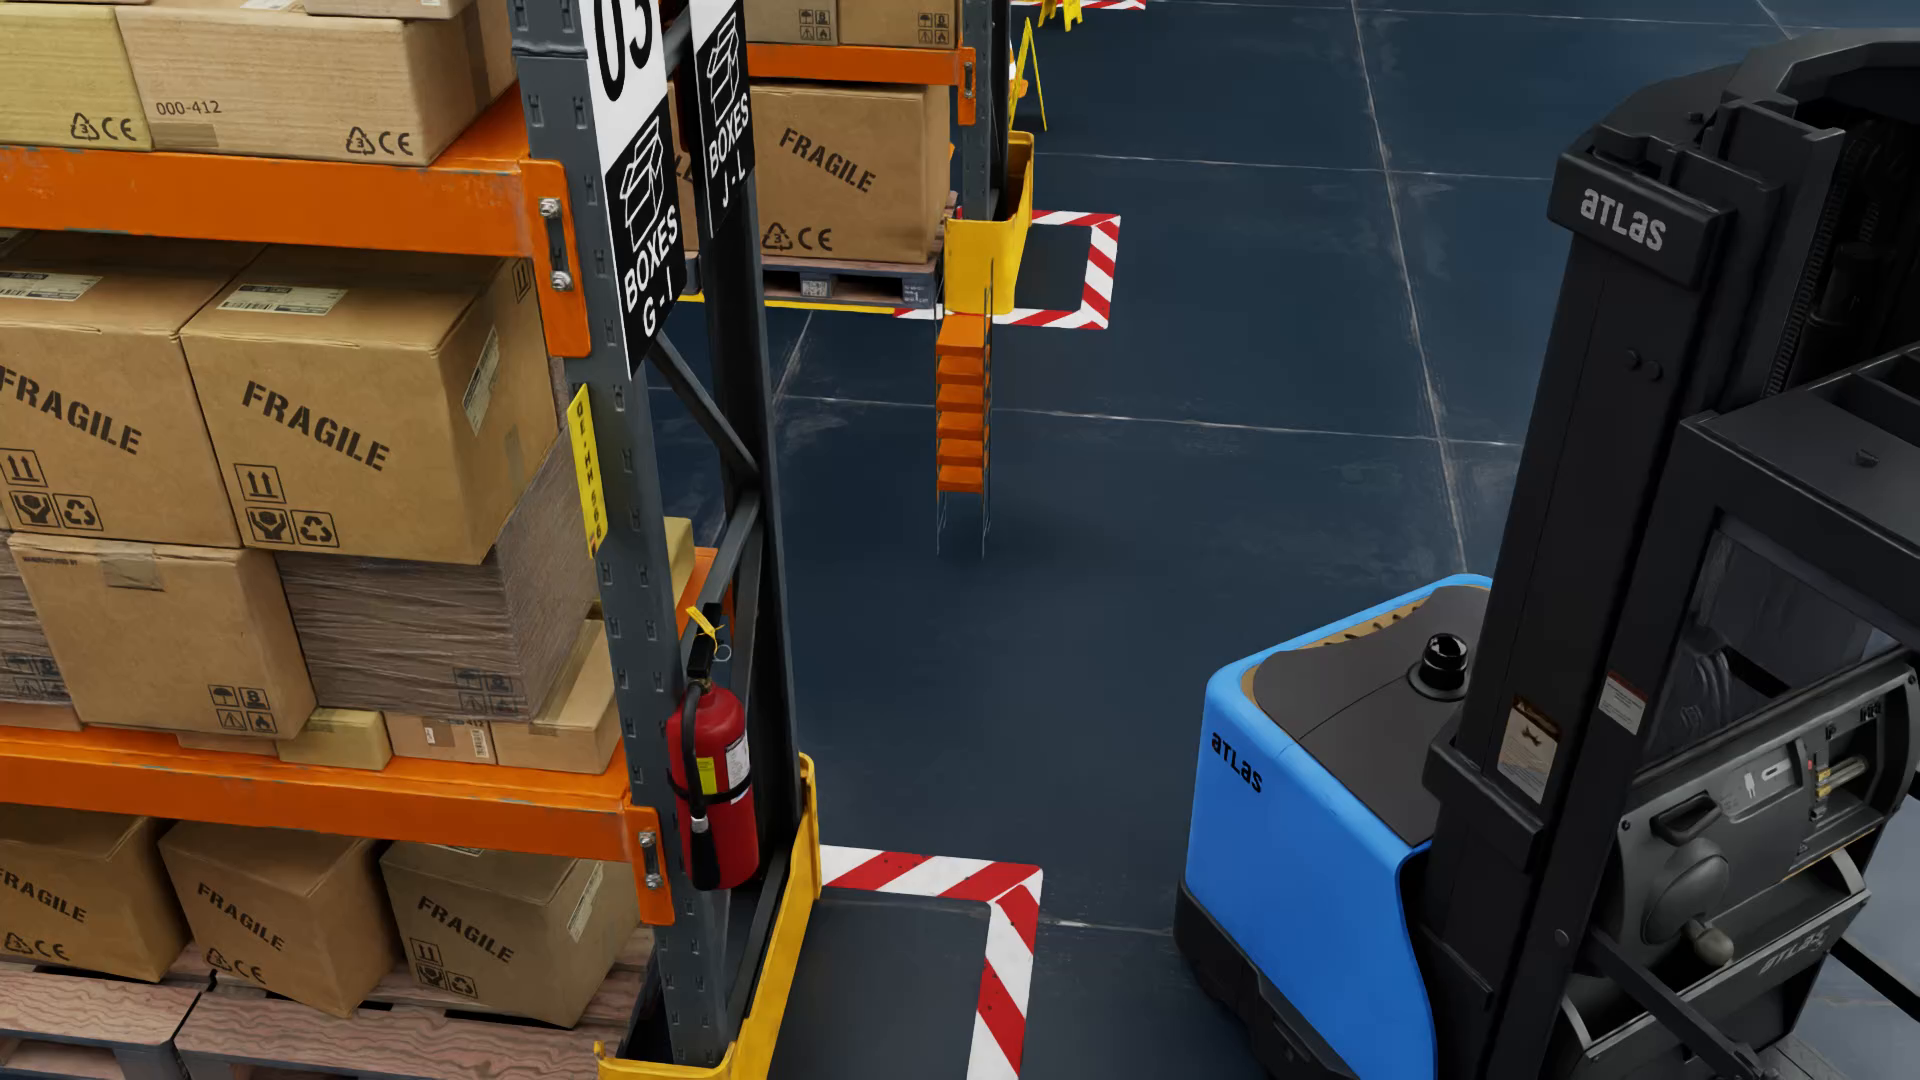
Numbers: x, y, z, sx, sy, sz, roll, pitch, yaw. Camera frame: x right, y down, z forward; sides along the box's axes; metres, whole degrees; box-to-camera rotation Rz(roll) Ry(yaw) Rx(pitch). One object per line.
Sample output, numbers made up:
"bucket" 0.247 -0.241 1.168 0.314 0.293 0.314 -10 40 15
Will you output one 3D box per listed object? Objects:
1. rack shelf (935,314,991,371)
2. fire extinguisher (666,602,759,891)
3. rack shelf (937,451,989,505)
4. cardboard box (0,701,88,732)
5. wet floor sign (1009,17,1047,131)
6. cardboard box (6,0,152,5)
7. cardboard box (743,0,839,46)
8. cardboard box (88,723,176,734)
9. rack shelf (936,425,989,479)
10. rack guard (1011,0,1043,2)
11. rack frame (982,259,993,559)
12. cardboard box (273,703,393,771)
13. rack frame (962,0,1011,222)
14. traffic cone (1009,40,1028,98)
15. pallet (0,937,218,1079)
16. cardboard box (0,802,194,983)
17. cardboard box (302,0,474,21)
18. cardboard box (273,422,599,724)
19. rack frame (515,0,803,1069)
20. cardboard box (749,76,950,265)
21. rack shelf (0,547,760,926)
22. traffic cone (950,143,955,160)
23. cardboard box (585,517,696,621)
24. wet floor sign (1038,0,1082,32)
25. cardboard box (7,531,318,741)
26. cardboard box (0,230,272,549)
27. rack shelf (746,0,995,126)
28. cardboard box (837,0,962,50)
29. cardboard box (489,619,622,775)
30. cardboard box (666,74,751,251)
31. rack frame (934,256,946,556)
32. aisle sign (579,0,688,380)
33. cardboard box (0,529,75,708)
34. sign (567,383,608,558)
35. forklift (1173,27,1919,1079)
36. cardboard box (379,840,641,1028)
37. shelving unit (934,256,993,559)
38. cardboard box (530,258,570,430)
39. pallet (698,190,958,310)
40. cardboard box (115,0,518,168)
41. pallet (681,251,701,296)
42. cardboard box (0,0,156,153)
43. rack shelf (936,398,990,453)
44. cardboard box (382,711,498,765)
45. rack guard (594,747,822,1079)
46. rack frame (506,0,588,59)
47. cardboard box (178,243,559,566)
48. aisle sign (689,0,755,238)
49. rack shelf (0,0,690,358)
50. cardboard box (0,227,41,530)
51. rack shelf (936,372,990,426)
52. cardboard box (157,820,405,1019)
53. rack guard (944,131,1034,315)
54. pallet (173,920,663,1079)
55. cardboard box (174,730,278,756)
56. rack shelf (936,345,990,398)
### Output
"rack shelf" 0.014 -0.744 6.217 0.180 0.103 0.258 4 36 6
"fire extinguisher" -0.541 0.462 3.587 0.183 0.674 0.296 4 36 6
"rack shelf" 0.014 -0.256 6.565 0.180 0.103 0.258 4 36 6
"cardboard box" -2.147 0.274 4.000 0.250 0.149 0.380 4 36 6
"wet floor sign" 0.417 -2.874 10.221 0.232 0.644 0.267 -2 36 -2
"cardboard box" -1.440 -1.050 2.843 0.250 0.149 0.380 3 36 4
"cardboard box" -0.786 -2.784 7.940 0.550 0.550 0.875 4 36 6
"cardboard box" -1.896 0.280 3.992 0.250 0.149 0.380 4 36 6
"rack shelf" 0.014 -0.353 6.495 0.180 0.103 0.258 4 36 6
"rack guard" 0.591 -4.541 12.683 0.348 0.500 1.175 4 36 6
"rack frame" 0.105 -0.481 6.390 0.006 1.200 0.240 4 36 6
"cardboard box" -1.407 0.349 3.895 0.250 0.149 0.380 4 36 6
"rack frame" 0.136 -2.694 7.942 0.127 3.000 1.000 4 36 6
"traffic cone" 0.271 -3.144 10.757 0.334 0.463 0.336 4 36 6
"pallet" -2.679 1.114 5.007 1.213 0.211 1.003 4 36 6
"cardboard box" -2.429 0.866 4.745 0.500 0.500 0.500 7 36 10
"cardboard box" -0.911 -1.006 2.781 0.250 0.149 0.380 4 36 6
"cardboard box" -1.138 -0.061 3.912 0.500 0.500 0.875 4 36 6
"rack frame" -0.596 0.157 3.948 0.127 3.000 1.000 4 36 6
"cardboard box" -0.545 -2.012 8.454 0.875 0.875 0.875 4 36 6
"rack shelf" -2.580 0.302 4.364 4.000 0.370 1.077 4 36 6
"traffic cone" -0.210 -2.518 9.880 0.334 0.463 0.336 4 36 6
"cardboard box" -0.848 0.101 4.243 0.250 0.149 0.380 4 36 6
"wet floor sign" 0.718 -3.964 11.749 0.232 0.644 0.267 17 39 22
"cardboard box" -1.649 -0.029 3.867 0.500 0.500 0.875 4 36 6
"cardboard box" -1.670 -0.344 3.447 0.500 0.500 0.500 4 36 6
"rack shelf" -1.848 -2.549 8.358 4.000 0.370 1.077 4 36 6
"cardboard box" -0.238 -2.756 7.900 0.550 0.550 0.875 4 36 6
"cardboard box" -0.905 0.357 3.884 0.250 0.149 0.380 4 36 6
"cardboard box" -1.418 -2.076 8.544 0.875 0.875 0.875 4 36 5
"rack frame" -0.076 -0.494 6.409 0.006 1.200 0.240 4 36 6
"aisle sign" -0.573 -0.724 2.944 0.004 0.787 0.394 4 36 6
"cardboard box" -2.140 -0.091 3.953 0.500 0.500 0.875 4 36 6
"sign" -0.687 -0.125 3.074 0.005 0.325 0.100 4 36 6
"forklift" 1.807 0.636 3.335 1.130 2.935 3.031 -18 39 -24
"cardboard box" -1.213 0.948 4.630 0.500 0.500 0.500 11 37 15
"shelving unit" 0.014 -0.487 6.400 0.189 1.200 0.258 4 36 6
"cardboard box" -1.107 -0.610 3.819 0.500 0.500 0.500 4 36 6
"pallet" -0.667 -1.573 8.772 1.213 0.211 1.003 4 36 6
"cardboard box" -1.107 -0.892 2.965 0.500 0.250 0.500 5 36 7
"pallet" -1.874 -1.664 8.900 1.213 0.211 1.003 4 36 6
"cardboard box" -1.602 -0.928 3.015 0.500 0.250 0.500 4 36 6
"rack shelf" 0.014 -0.451 6.426 0.180 0.103 0.258 4 36 6
"cardboard box" -1.153 0.338 3.910 0.250 0.149 0.380 4 36 6
"rack guard" -0.671 1.169 4.682 0.348 0.500 1.175 4 36 6
"rack frame" -0.596 -2.285 2.205 0.127 3.000 1.000 4 36 6
"cardboard box" -1.173 -0.310 3.400 0.500 0.500 0.500 4 36 6
"aisle sign" -0.496 -1.070 3.429 0.004 0.787 0.394 4 36 6
"rack shelf" -2.580 -0.919 3.493 4.000 0.370 1.077 4 36 6
"cardboard box" -2.165 -0.382 3.501 0.500 0.500 0.500 4 36 6
"rack shelf" 0.014 -0.549 6.356 0.180 0.103 0.258 4 36 6
"cardboard box" -1.811 0.923 4.665 0.500 0.500 0.500 14 38 18
"rack guard" 0.160 -1.674 8.666 0.348 0.500 1.175 4 36 6
"pallet" -1.473 1.206 4.879 1.213 0.211 1.003 4 36 6
"cardboard box" -1.653 0.322 3.933 0.250 0.149 0.380 4 36 6
"rack shelf" 0.014 -0.646 6.286 0.180 0.103 0.258 4 36 6
